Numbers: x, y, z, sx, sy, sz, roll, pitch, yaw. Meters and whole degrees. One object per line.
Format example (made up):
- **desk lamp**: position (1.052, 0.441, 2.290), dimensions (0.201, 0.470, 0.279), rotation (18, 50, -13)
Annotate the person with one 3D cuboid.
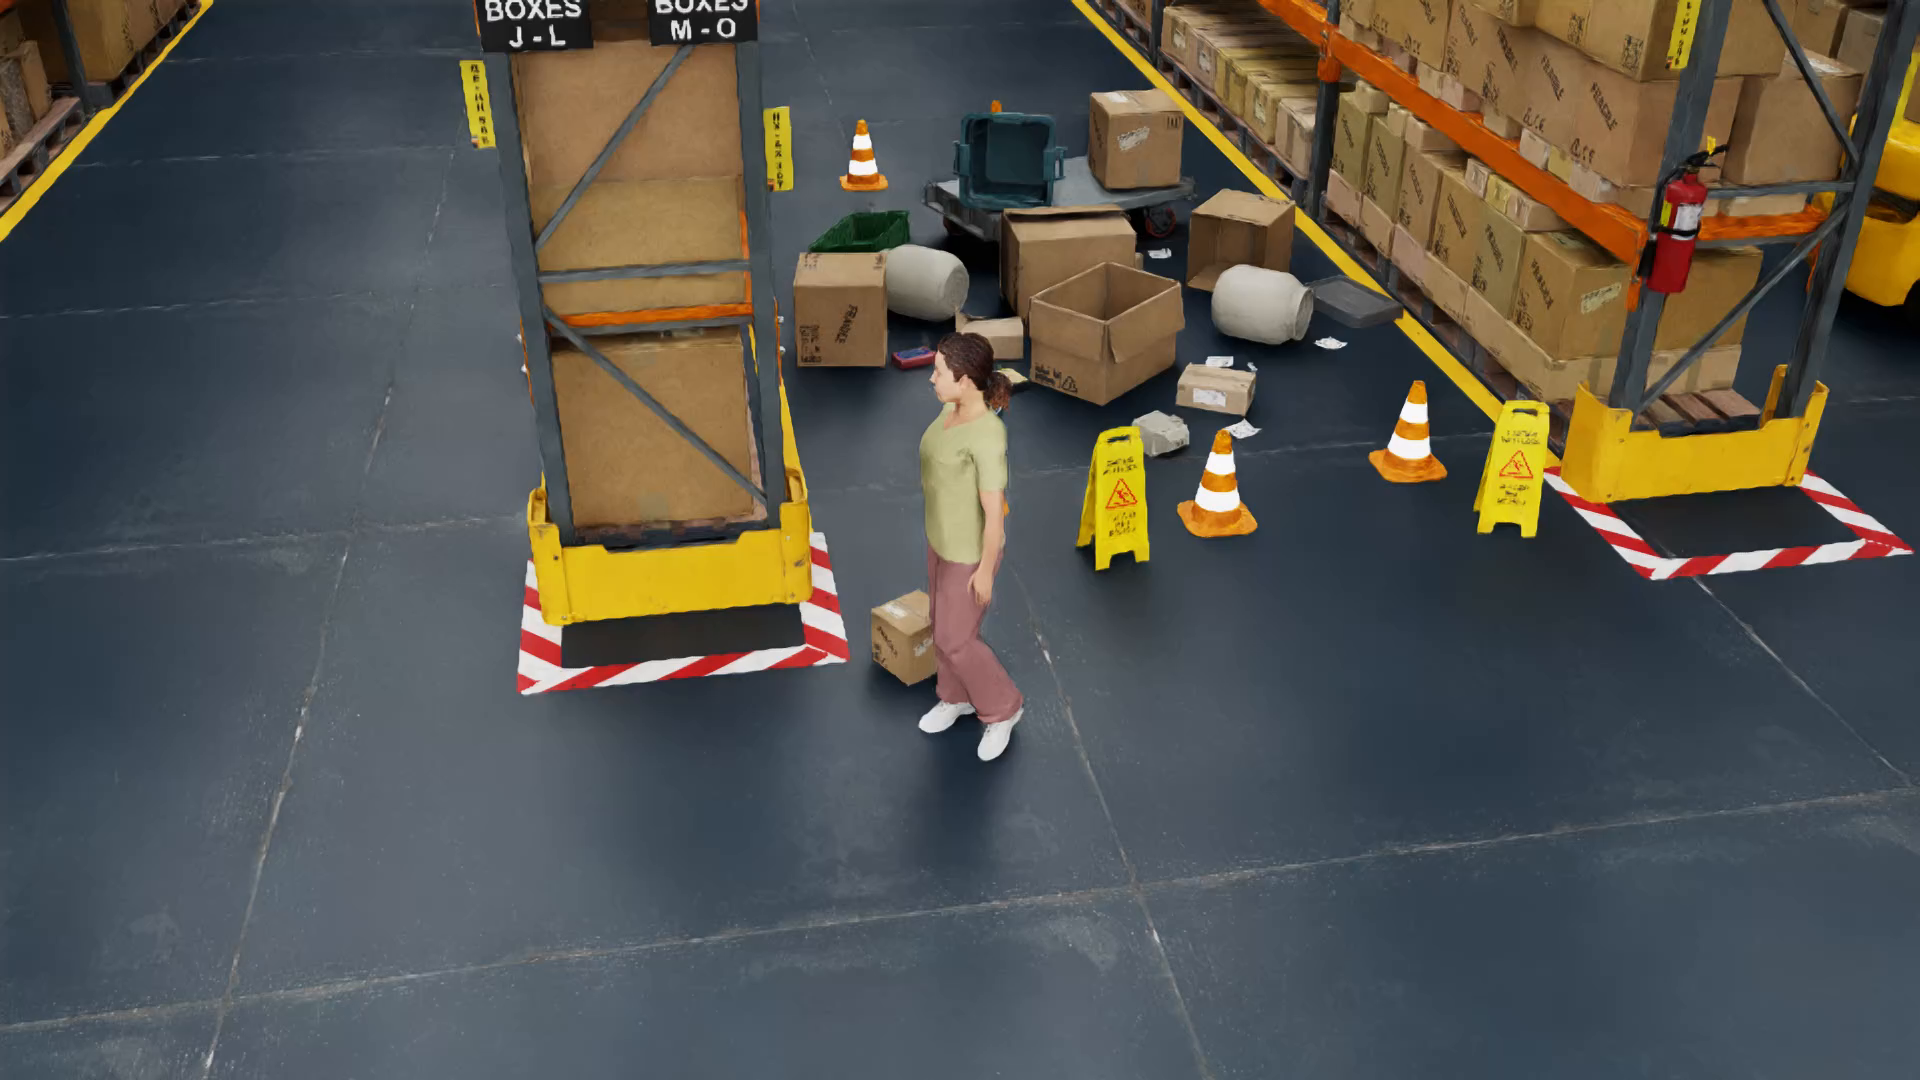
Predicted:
- **person**: position (0.035, 0.014, 6.116), dimensions (0.394, 1.676, 0.528), rotation (-11, 32, -17)
